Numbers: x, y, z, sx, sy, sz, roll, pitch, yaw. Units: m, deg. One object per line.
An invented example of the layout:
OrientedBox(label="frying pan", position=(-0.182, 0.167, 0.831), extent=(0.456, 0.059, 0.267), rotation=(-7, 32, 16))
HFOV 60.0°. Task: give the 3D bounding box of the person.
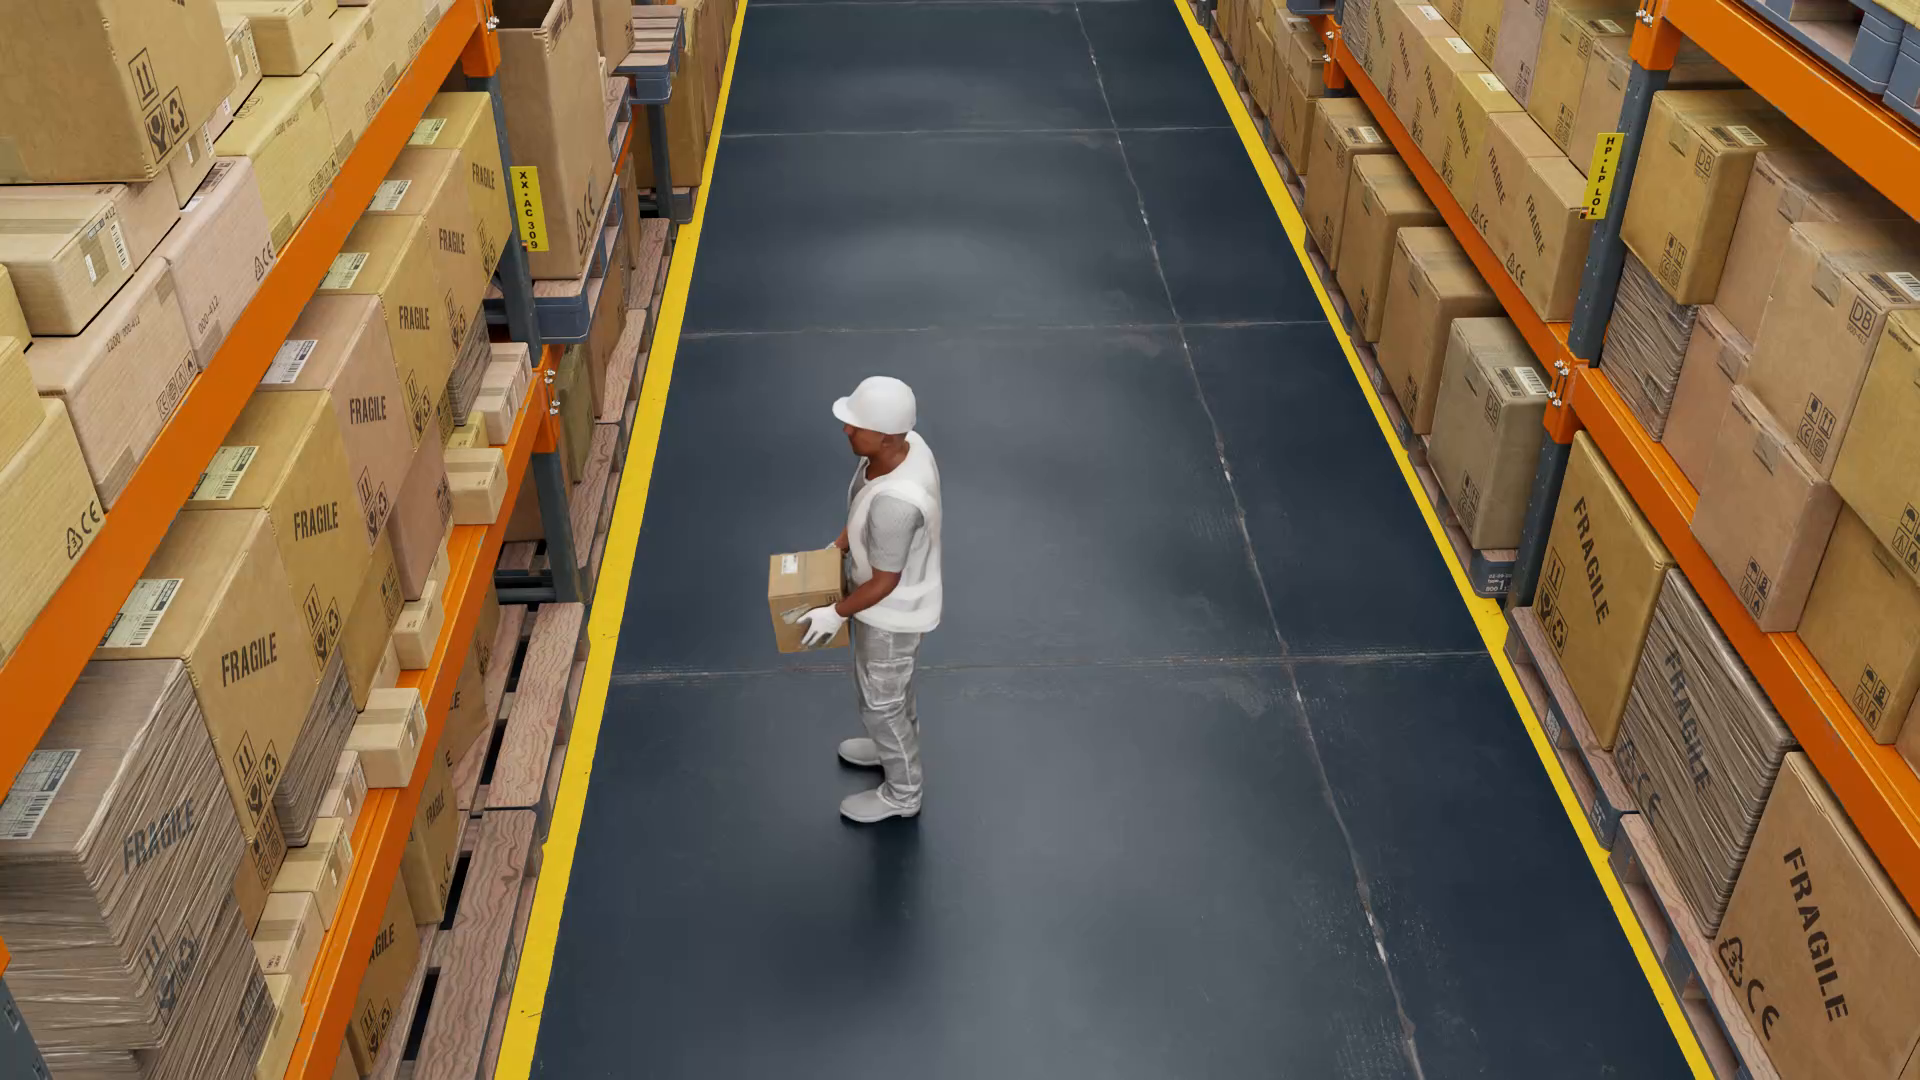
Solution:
OrientedBox(label="person", position=(-0.314, 0.216, 5.815), extent=(0.508, 1.788, 0.546), rotation=(-2, 35, -3))
